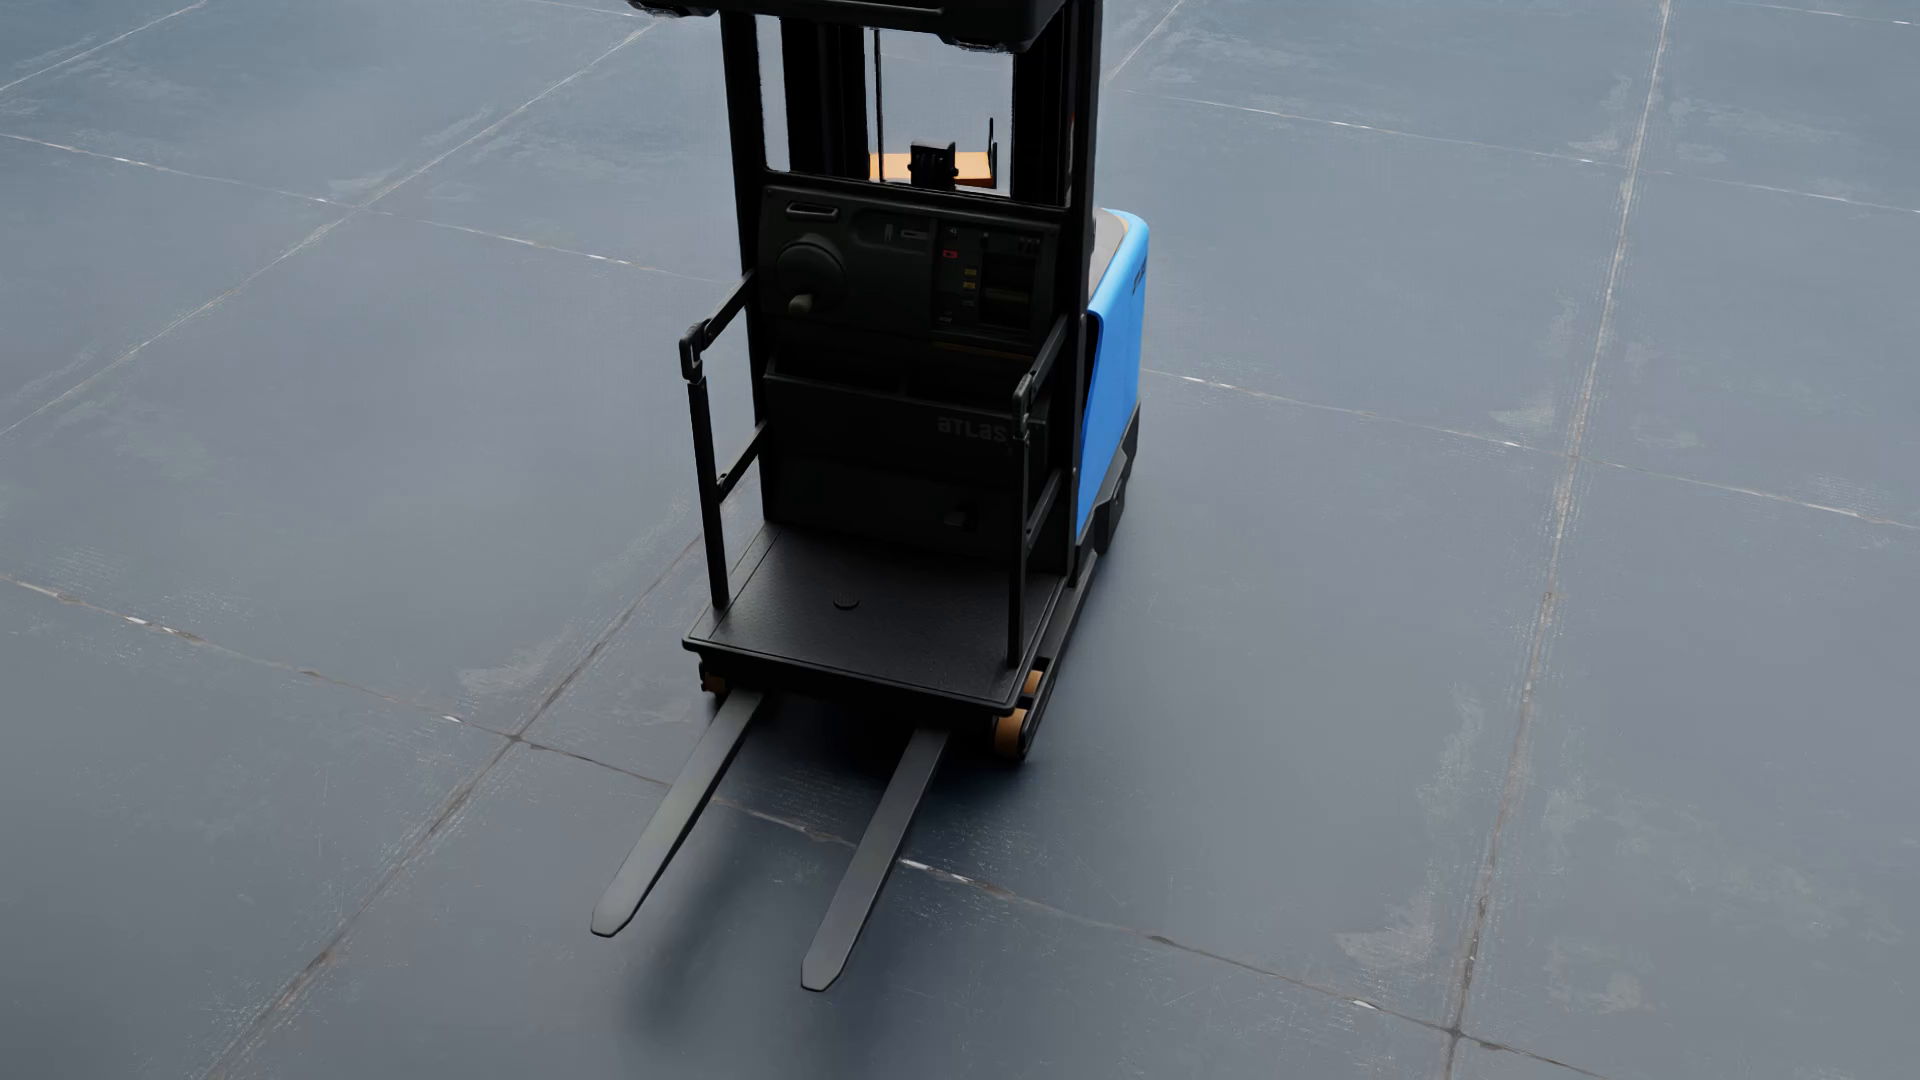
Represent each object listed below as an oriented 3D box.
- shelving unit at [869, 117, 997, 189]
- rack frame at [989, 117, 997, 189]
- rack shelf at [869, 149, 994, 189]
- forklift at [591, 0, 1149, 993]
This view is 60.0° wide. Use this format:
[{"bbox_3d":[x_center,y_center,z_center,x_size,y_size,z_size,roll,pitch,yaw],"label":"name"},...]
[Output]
[{"bbox_3d":[-0.116,-1.081,6.694,0.503,1.200,0.258,-1,37,-2],"label":"shelving unit"},{"bbox_3d":[0.127,-1.087,6.702,0.015,1.200,0.240,-1,37,-2],"label":"rack frame"},{"bbox_3d":[-0.117,-1.396,6.459,0.480,0.148,0.258,-1,37,-2],"label":"rack shelf"},{"bbox_3d":[-0.223,-0.748,4.802,1.130,2.935,3.031,11,38,14],"label":"forklift"}]
